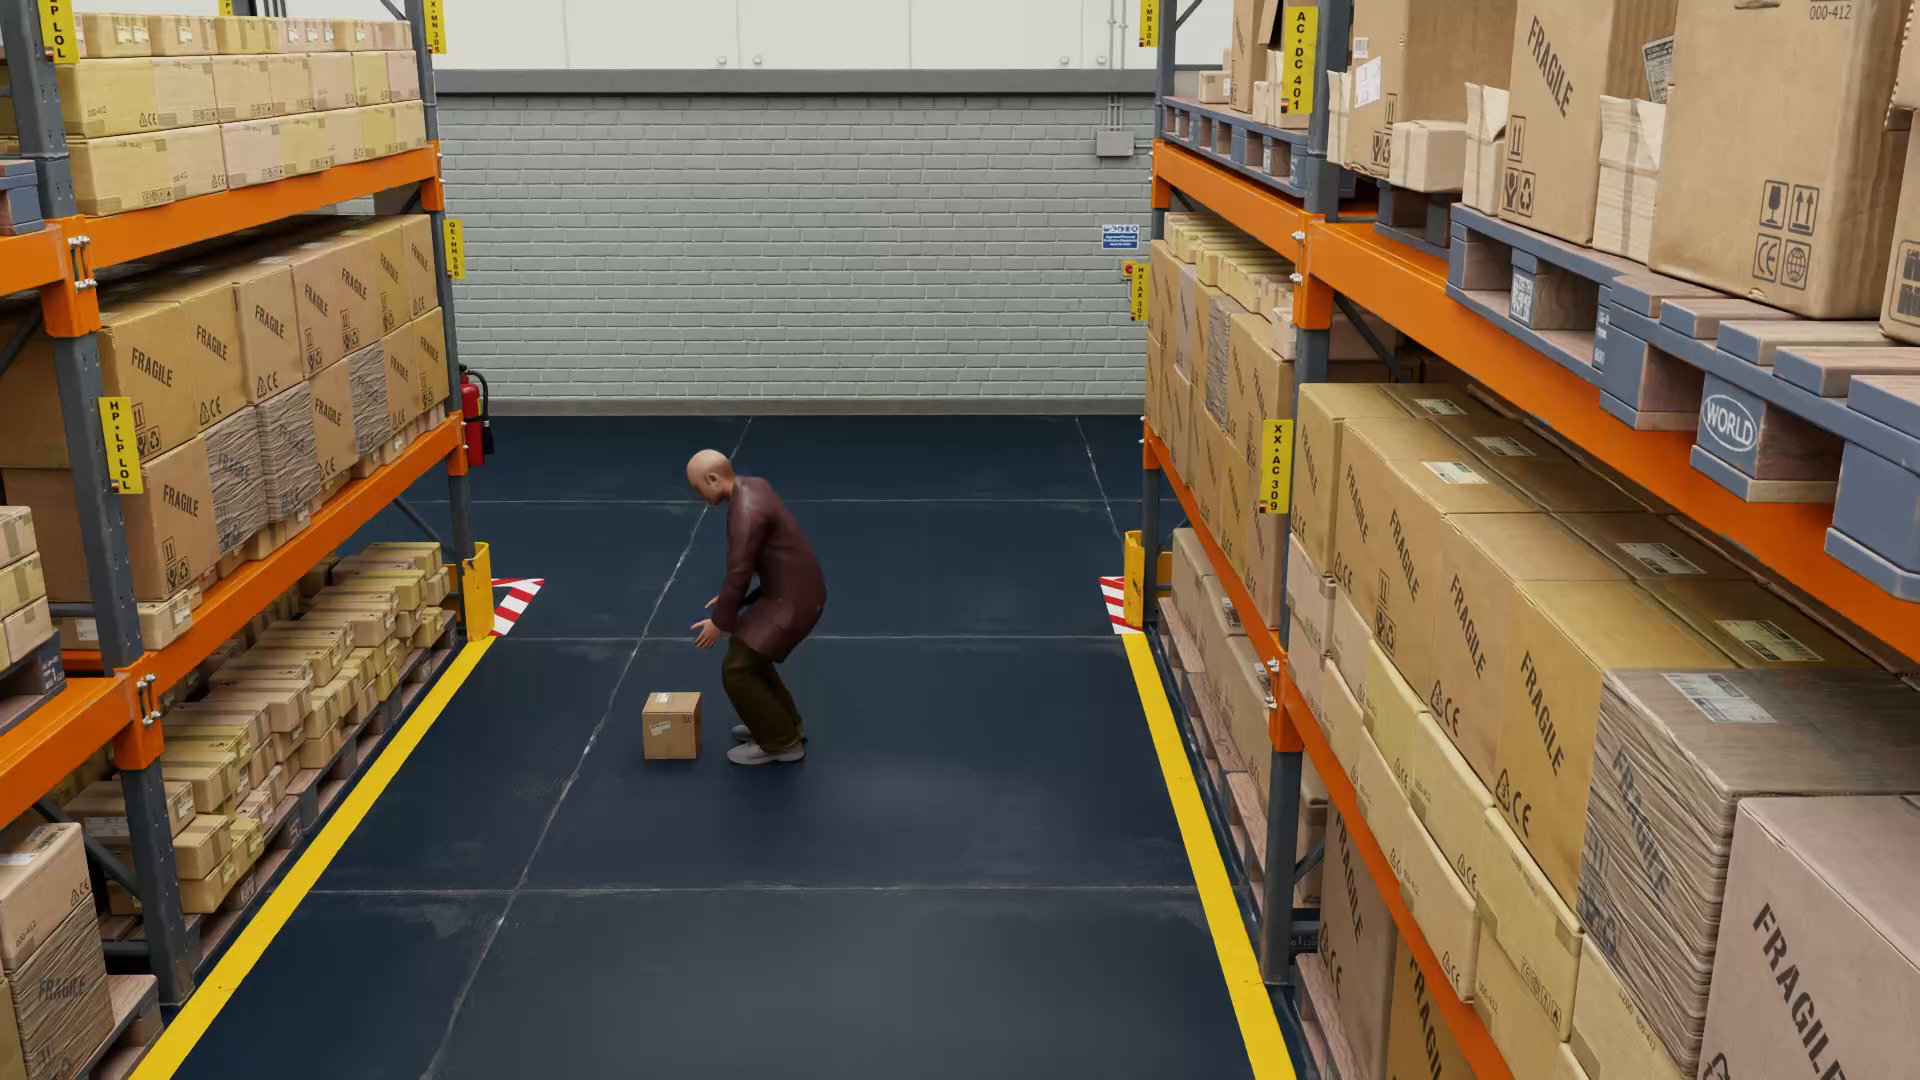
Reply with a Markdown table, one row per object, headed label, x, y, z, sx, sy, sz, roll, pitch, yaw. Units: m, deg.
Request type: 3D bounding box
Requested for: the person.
| label | x | y | z | sx | sy | sz | roll | pitch | yaw |
| --- | --- | --- | --- | --- | --- | --- | --- | --- | --- |
| person | -0.988 | 0.414 | 8.000 | 0.767 | 1.318 | 0.631 | 0 | 17 | -1 |
